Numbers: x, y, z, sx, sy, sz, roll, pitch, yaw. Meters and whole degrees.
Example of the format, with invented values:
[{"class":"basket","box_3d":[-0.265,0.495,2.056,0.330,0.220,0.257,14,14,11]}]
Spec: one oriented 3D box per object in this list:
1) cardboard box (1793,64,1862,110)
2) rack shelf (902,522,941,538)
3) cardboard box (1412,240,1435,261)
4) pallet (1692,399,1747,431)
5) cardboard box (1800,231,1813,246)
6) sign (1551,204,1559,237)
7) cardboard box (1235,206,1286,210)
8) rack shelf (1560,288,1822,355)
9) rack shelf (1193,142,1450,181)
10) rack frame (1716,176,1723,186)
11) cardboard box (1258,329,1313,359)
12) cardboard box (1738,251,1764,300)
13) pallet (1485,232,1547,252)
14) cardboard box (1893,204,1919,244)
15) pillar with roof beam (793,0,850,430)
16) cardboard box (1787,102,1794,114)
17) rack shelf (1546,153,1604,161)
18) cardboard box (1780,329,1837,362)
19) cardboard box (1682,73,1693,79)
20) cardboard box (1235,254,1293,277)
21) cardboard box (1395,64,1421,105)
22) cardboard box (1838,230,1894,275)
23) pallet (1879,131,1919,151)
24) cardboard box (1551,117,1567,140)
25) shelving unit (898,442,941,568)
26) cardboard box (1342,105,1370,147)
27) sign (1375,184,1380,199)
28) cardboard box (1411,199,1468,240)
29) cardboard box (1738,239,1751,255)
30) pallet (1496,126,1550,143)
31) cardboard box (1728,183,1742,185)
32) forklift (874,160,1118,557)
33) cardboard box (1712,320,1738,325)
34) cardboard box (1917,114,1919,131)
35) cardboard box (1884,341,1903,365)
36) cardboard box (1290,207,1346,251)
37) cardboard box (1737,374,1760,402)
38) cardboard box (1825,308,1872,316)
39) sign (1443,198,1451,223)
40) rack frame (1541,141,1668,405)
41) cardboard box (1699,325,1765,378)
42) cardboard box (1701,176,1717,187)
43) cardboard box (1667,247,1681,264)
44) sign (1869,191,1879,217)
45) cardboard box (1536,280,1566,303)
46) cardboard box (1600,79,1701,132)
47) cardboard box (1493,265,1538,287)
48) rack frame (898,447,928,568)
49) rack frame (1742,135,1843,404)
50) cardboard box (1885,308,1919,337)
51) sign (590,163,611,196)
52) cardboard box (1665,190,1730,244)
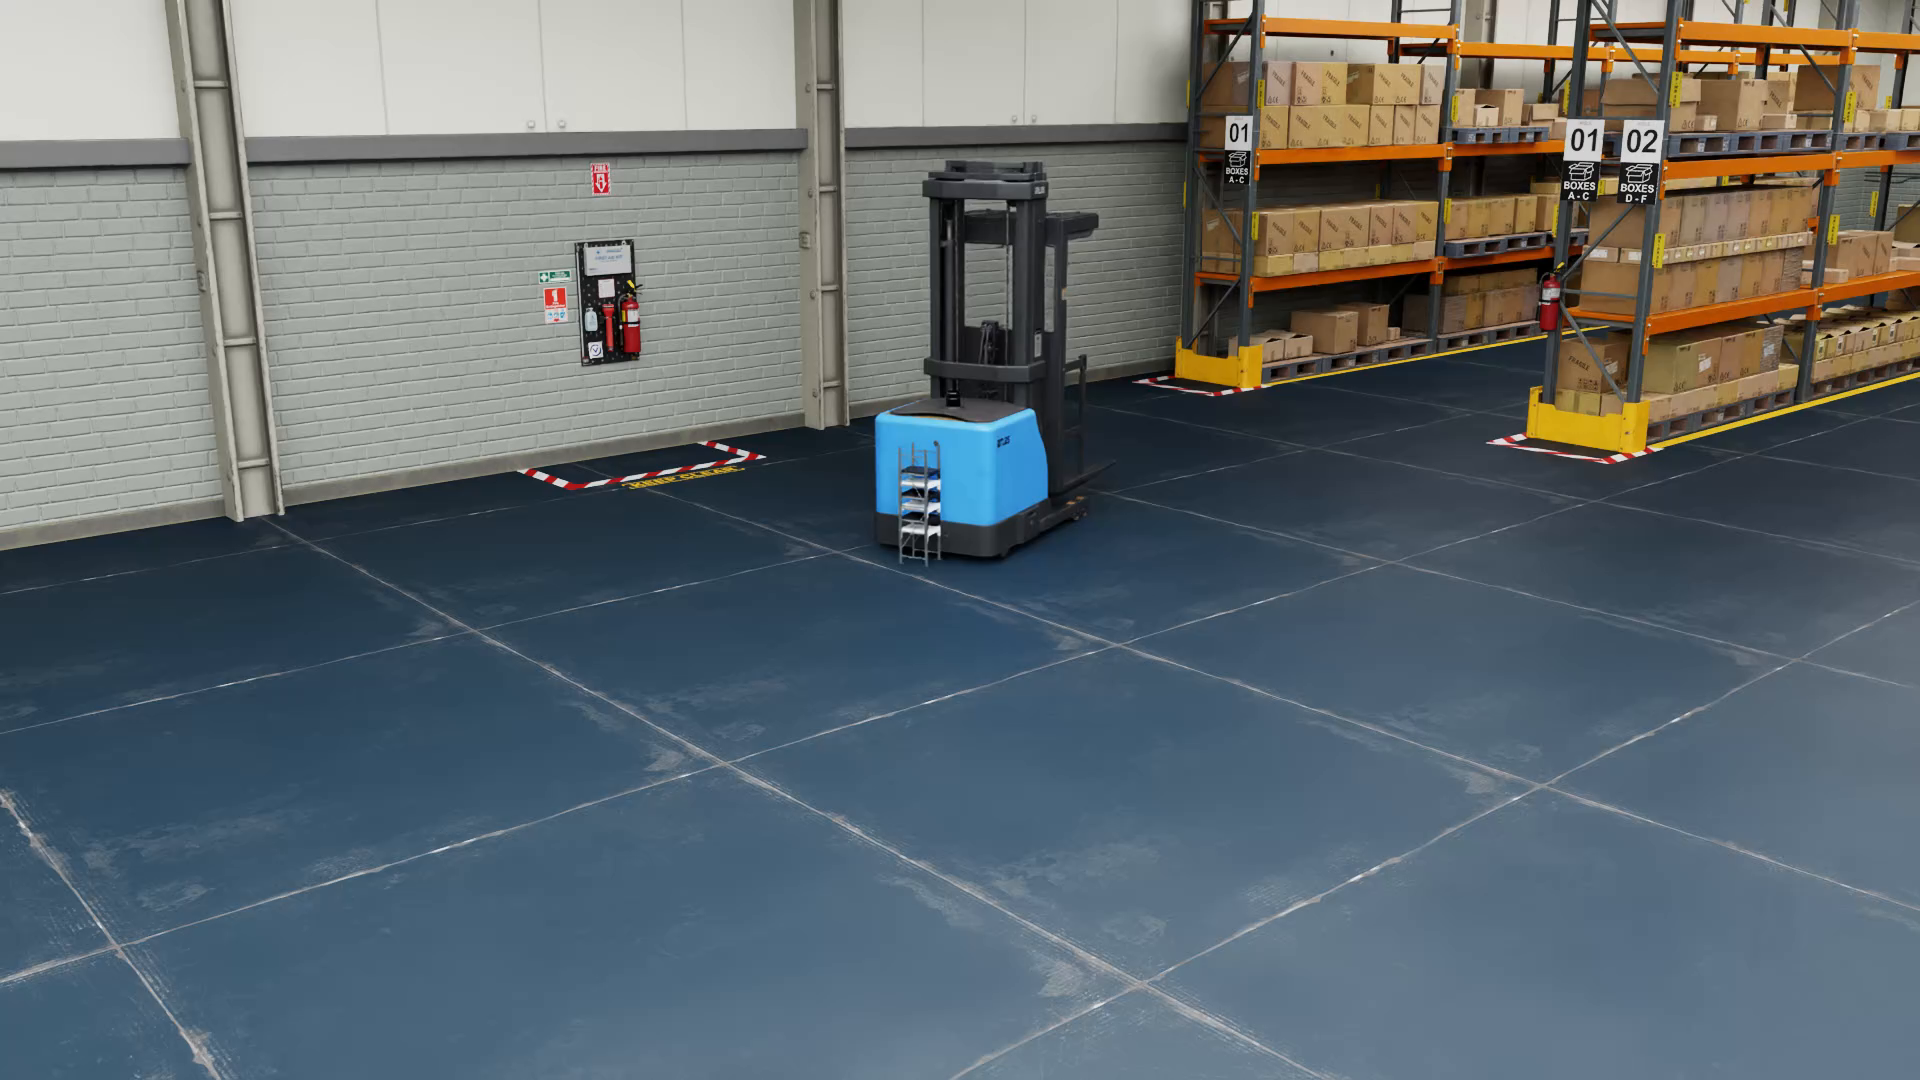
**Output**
[{"class":"cardboard box","box_3d":[9.898,-5.162,18.975,0.500,0.500,0.500,-12,19,-39]},{"class":"rack shelf","box_3d":[-0.304,-0.060,12.557,0.258,0.077,0.200,7,17,26]},{"class":"cardboard box","box_3d":[5.994,-3.885,22.235,0.500,0.250,0.500,-13,19,-39]},{"class":"pallet","box_3d":[7.858,-1.442,18.240,1.213,0.211,1.003,-13,19,-39]},{"class":"cardboard box","box_3d":[9.342,-3.398,18.706,0.250,0.149,0.380,-13,20,-39]},{"class":"sign","box_3d":[6.043,-3.228,16.819,0.005,0.325,0.100,-13,19,-39]},{"class":"cardboard box","box_3d":[3.737,-3.914,20.889,0.500,0.500,0.500,-12,19,-39]},{"class":"rack shelf","box_3d":[7.898,-2.437,17.956,4.000,0.370,1.077,-13,19,-39]},{"class":"rack shelf","box_3d":[4.643,-4.850,21.177,4.000,0.370,1.077,-13,19,-39]},{"class":"rack frame","box_3d":[12.187,-5.443,27.813,0.127,3.000,1.000,-13,19,-39]},{"class":"cardboard box","box_3d":[4.146,-2.520,21.228,0.500,0.311,0.500,-11,18,-35]},{"class":"cardboard box","box_3d":[8.301,-2.921,18.178,0.500,0.500,0.700,-12,19,-39]},{"class":"pallet","box_3d":[7.703,-4.329,24.016,1.213,0.211,1.003,-13,19,-39]},{"class":"cardboard box","box_3d":[12.825,-4.181,22.083,0.700,0.500,0.500,8,17,28]},{"class":"pillar with roof beam","box_3d":[1.394,-4.741,13.560,0.400,9.000,9.100,-13,19,-39]},{"class":"cardboard box","box_3d":[14.045,-7.395,28.593,0.500,0.250,0.500,-13,20,-41]},{"class":"rack shelf","box_3d":[10.678,-6.205,26.250,4.000,0.370,1.077,-13,19,-39]},{"class":"cardboard box","box_3d":[9.882,-2.291,19.440,0.500,0.311,0.500,-13,19,-39]},{"class":"cardboard box","box_3d":[11.437,-7.391,26.797,0.500,0.250,0.500,-11,18,-35]},{"class":"cardboard box","box_3d":[3.711,-3.368,20.297,0.500,0.250,0.500,-13,20,-41]},{"class":"cardboard box","box_3d":[5.543,-5.844,21.335,0.500,0.500,0.500,-11,19,-36]},{"class":"cardboard box","box_3d":[11.169,-3.562,20.579,0.500,0.500,0.500,-14,20,-42]},{"class":"pallet","box_3d":[11.129,-4.837,20.099,1.213,0.211,1.003,-12,19,-37]},{"class":"cardboard box","box_3d":[8.804,-6.006,24.245,0.500,0.311,0.500,-13,19,-39]},{"class":"shelving unit","box_3d":[-0.304,-0.266,12.502,0.258,0.900,0.210,7,17,26]},{"class":"cardboard box","box_3d":[4.759,-5.193,20.832,0.500,0.500,0.500,-11,19,-36]},{"class":"sign","box_3d":[5.785,-4.754,22.992,0.005,0.325,0.100,-13,19,-39]},{"class":"cardboard box","box_3d":[6.558,-4.428,22.968,0.500,0.500,0.700,-13,19,-39]},{"class":"cardboard box","box_3d":[8.185,-3.137,17.731,0.250,0.149,0.380,-12,19,-38]},{"class":"pallet","box_3d":[7.468,-5.706,23.350,1.003,0.211,1.213,-13,19,-39]},{"class":"cardboard box","box_3d":[12.607,-5.676,28.106,0.700,0.700,0.980,-12,19,-39]},{"class":"forklift","box_3d":[0.450,-1.619,13.632,1.130,2.935,3.031,7,17,26]},{"class":"cardboard box","box_3d":[8.479,-2.257,18.947,0.500,0.500,0.500,-13,19,-39]},{"class":"cardboard box","box_3d":[11.735,-5.201,20.572,0.500,0.250,0.500,-12,19,-38]},{"class":"cardboard box","box_3d":[11.420,-2.366,20.811,0.500,0.250,0.500,-12,19,-38]},{"class":"cardboard box","box_3d":[4.465,-3.900,20.836,0.500,0.500,0.500,-13,20,-41]},{"class":"cardboard box","box_3d":[8.449,-1.707,18.341,0.500,0.250,0.500,-13,19,-39]},{"class":"cardboard box","box_3d":[11.446,-2.824,21.439,0.500,0.311,0.500,-13,20,-41]},{"class":"sign","box_3d":[6.514,-4.401,22.237,0.005,0.325,0.100,-13,19,-39]},{"class":"rack frame","box_3d":[6.389,-2.446,16.595,0.127,3.000,1.000,-13,19,-39]},{"class":"cardboard box","box_3d":[8.441,-2.071,18.253,0.500,0.500,0.500,-13,19,-39]},{"class":"cardboard box","box_3d":[12.003,-5.878,27.180,0.500,0.250,0.500,-12,19,-38]},{"class":"cardboard box","box_3d":[7.024,-2.877,16.759,0.250,0.149,0.380,-13,20,-41]},{"class":"sign","box_3d":[12.061,-4.426,21.919,0.005,0.325,0.100,-13,19,-39]},{"class":"cardboard box","box_3d":[8.661,-3.638,25.047,0.500,0.500,0.700,-12,19,-39]},{"class":"cardboard box","box_3d":[6.825,-4.312,16.483,0.637,0.503,0.797,-11,18,-36]},{"class":"cardboard box","box_3d":[8.189,-3.916,24.635,0.500,0.250,0.500,-12,19,-38]},{"class":"rack frame","box_3d":[-0.350,-0.243,12.415,0.240,0.900,0.006,7,17,26]},{"class":"rack frame","box_3d":[9.407,-3.124,19.131,0.127,3.000,1.000,-13,19,-39]},{"class":"cardboard box","box_3d":[12.191,-2.810,21.385,0.500,0.311,0.500,-12,19,-38]},{"class":"sign","box_3d":[-3.392,-3.407,15.701,0.199,0.298,0.001,-13,19,-39]},{"class":"cardboard box","box_3d":[7.563,-3.382,17.392,0.500,0.500,0.700,-13,19,-39]}]
